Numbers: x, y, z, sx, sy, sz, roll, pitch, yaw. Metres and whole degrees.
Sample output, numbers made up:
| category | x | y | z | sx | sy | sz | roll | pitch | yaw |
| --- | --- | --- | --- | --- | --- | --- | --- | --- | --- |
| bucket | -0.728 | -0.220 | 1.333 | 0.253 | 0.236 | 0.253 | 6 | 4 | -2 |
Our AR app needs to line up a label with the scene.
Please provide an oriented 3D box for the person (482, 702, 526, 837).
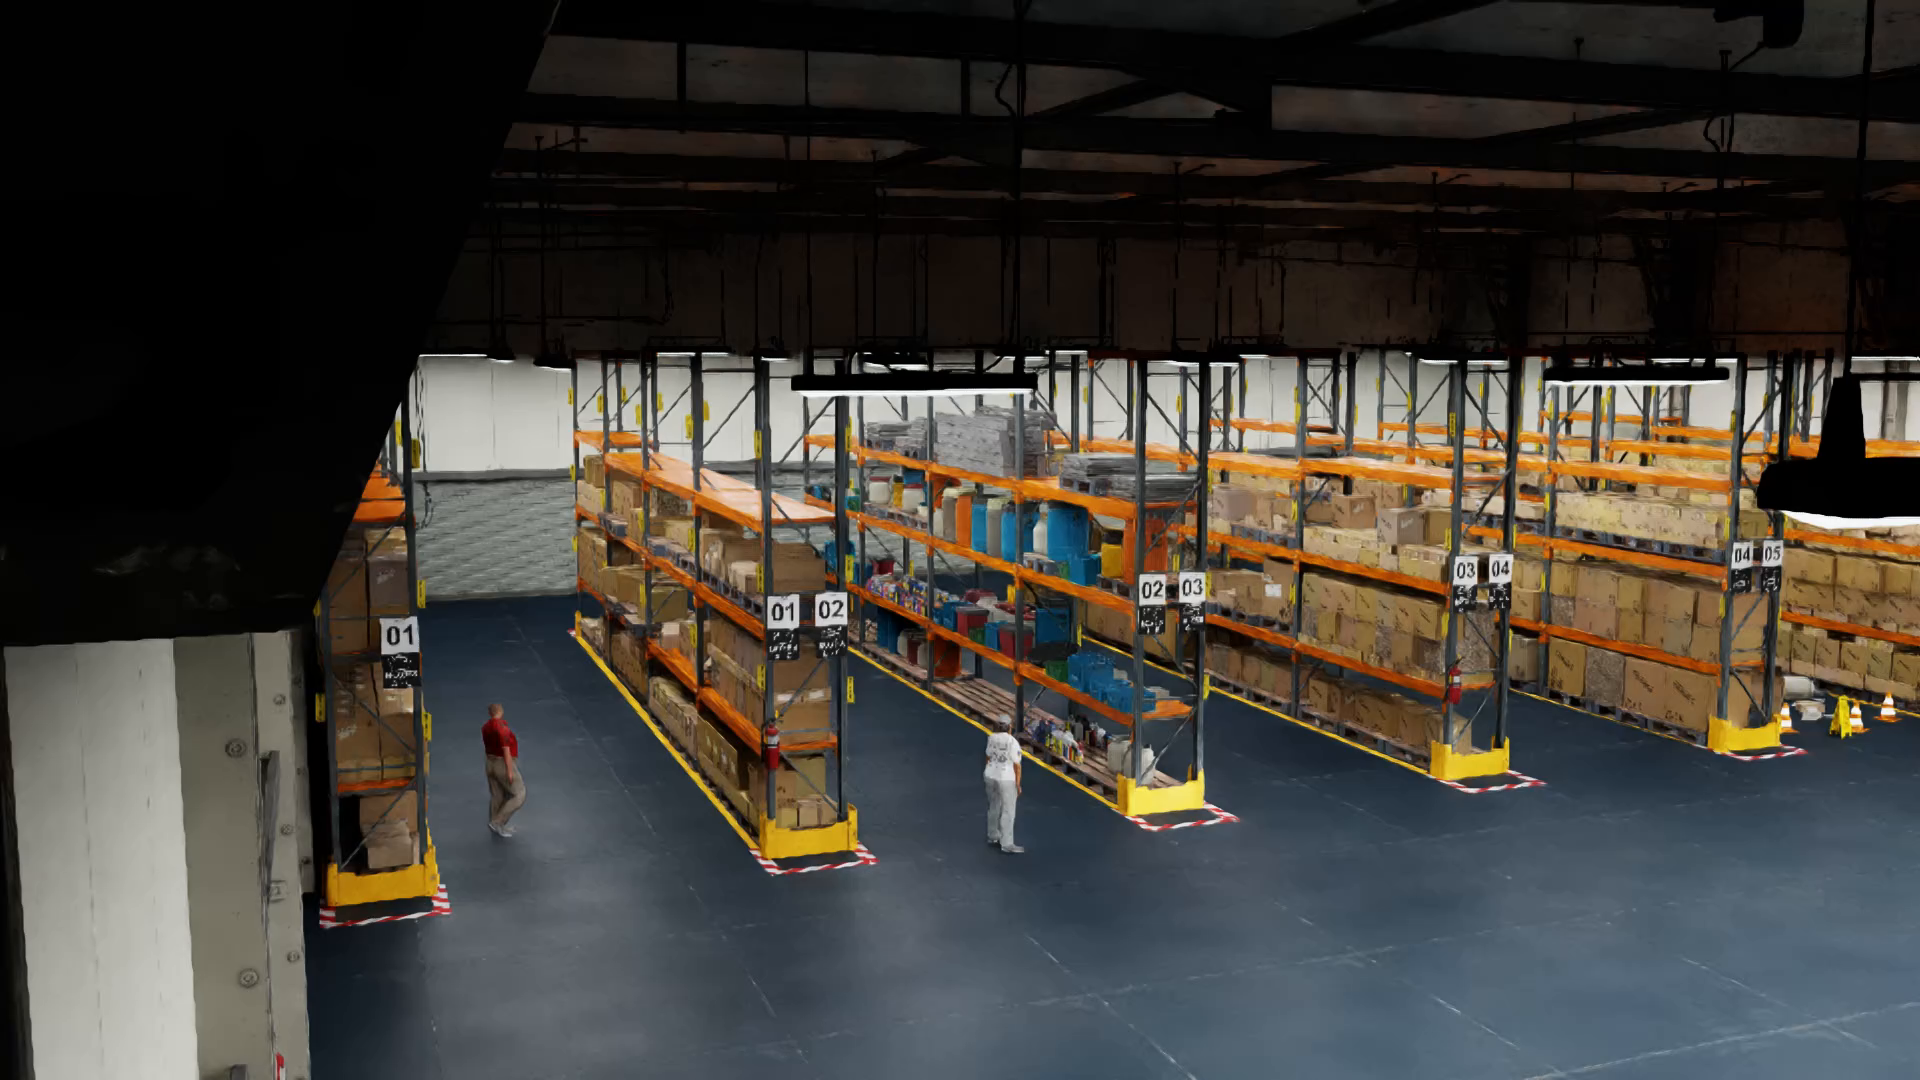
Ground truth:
| category | x | y | z | sx | sy | sz | roll | pitch | yaw |
| --- | --- | --- | --- | --- | --- | --- | --- | --- | --- |
| person | -5.786 | 2.884 | 20.899 | 0.578 | 1.725 | 0.459 | 7 | 10 | 43 |

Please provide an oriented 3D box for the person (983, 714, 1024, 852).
| category | x | y | z | sx | sy | sz | roll | pitch | yaw |
| --- | --- | --- | --- | --- | --- | --- | --- | --- | --- |
| person | 0.556 | 2.962 | 20.429 | 0.579 | 1.673 | 0.463 | 6 | 9 | 39 |
